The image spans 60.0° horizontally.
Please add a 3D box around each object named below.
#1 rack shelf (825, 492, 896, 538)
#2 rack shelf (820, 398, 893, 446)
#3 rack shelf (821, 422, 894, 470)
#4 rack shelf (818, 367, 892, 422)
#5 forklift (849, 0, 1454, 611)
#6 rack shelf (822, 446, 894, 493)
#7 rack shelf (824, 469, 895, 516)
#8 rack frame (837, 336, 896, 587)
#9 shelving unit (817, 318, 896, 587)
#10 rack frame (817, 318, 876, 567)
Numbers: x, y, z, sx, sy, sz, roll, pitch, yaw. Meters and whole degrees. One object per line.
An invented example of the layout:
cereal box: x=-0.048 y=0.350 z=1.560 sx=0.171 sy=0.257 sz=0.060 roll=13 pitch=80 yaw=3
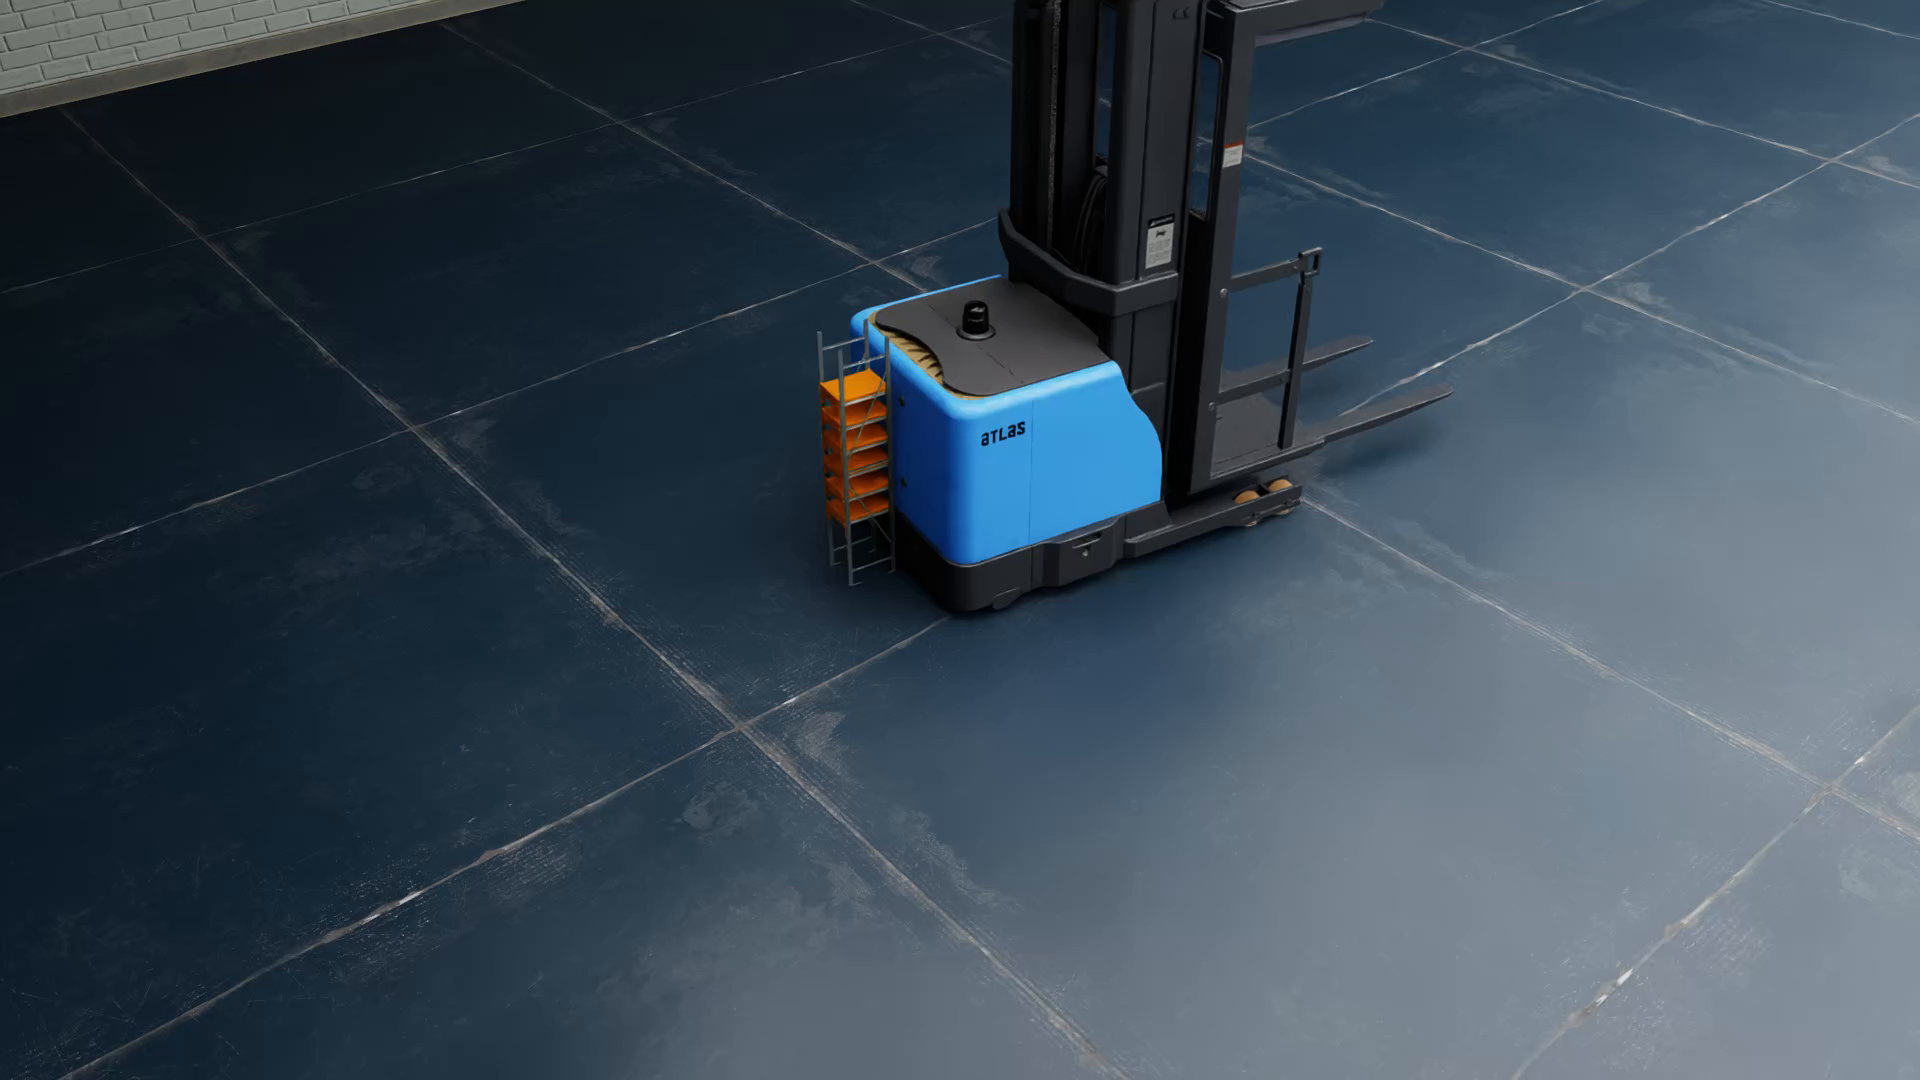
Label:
rack shelf: x=-0.443 y=-0.128 z=7.385 sx=0.258 sy=0.103 sz=0.180 roll=-19 pitch=40 yaw=-25
rack shelf: x=-0.443 y=-0.520 z=7.107 sx=0.258 sy=0.103 sz=0.180 roll=-19 pitch=40 yaw=-25
rack shelf: x=-0.443 y=-0.422 z=7.177 sx=0.258 sy=0.103 sz=0.180 roll=-19 pitch=40 yaw=-25
rack shelf: x=-0.443 y=-0.618 z=7.038 sx=0.258 sy=0.103 sz=0.180 roll=-19 pitch=40 yaw=-25
forklift: x=1.034 y=-1.505 z=7.340 sx=3.031 sy=2.935 sz=1.130 roll=-18 pitch=39 yaw=-24
rack shelf: x=-0.443 y=-0.324 z=7.246 sx=0.258 sy=0.103 sz=0.180 roll=-19 pitch=40 yaw=-25
rack shelf: x=-0.443 y=-0.226 z=7.315 sx=0.258 sy=0.103 sz=0.180 roll=-19 pitch=40 yaw=-25
rack frame: x=-0.395 y=-0.315 z=7.156 sx=0.240 sy=1.200 sz=0.006 roll=-19 pitch=40 yaw=-25
shelving unit: x=-0.443 y=-0.360 z=7.220 sx=0.258 sy=1.200 sz=0.189 roll=-19 pitch=40 yaw=-25
rack frame: x=-0.490 y=-0.405 z=7.284 sx=0.240 sy=1.200 sz=0.006 roll=-19 pitch=40 yaw=-25
